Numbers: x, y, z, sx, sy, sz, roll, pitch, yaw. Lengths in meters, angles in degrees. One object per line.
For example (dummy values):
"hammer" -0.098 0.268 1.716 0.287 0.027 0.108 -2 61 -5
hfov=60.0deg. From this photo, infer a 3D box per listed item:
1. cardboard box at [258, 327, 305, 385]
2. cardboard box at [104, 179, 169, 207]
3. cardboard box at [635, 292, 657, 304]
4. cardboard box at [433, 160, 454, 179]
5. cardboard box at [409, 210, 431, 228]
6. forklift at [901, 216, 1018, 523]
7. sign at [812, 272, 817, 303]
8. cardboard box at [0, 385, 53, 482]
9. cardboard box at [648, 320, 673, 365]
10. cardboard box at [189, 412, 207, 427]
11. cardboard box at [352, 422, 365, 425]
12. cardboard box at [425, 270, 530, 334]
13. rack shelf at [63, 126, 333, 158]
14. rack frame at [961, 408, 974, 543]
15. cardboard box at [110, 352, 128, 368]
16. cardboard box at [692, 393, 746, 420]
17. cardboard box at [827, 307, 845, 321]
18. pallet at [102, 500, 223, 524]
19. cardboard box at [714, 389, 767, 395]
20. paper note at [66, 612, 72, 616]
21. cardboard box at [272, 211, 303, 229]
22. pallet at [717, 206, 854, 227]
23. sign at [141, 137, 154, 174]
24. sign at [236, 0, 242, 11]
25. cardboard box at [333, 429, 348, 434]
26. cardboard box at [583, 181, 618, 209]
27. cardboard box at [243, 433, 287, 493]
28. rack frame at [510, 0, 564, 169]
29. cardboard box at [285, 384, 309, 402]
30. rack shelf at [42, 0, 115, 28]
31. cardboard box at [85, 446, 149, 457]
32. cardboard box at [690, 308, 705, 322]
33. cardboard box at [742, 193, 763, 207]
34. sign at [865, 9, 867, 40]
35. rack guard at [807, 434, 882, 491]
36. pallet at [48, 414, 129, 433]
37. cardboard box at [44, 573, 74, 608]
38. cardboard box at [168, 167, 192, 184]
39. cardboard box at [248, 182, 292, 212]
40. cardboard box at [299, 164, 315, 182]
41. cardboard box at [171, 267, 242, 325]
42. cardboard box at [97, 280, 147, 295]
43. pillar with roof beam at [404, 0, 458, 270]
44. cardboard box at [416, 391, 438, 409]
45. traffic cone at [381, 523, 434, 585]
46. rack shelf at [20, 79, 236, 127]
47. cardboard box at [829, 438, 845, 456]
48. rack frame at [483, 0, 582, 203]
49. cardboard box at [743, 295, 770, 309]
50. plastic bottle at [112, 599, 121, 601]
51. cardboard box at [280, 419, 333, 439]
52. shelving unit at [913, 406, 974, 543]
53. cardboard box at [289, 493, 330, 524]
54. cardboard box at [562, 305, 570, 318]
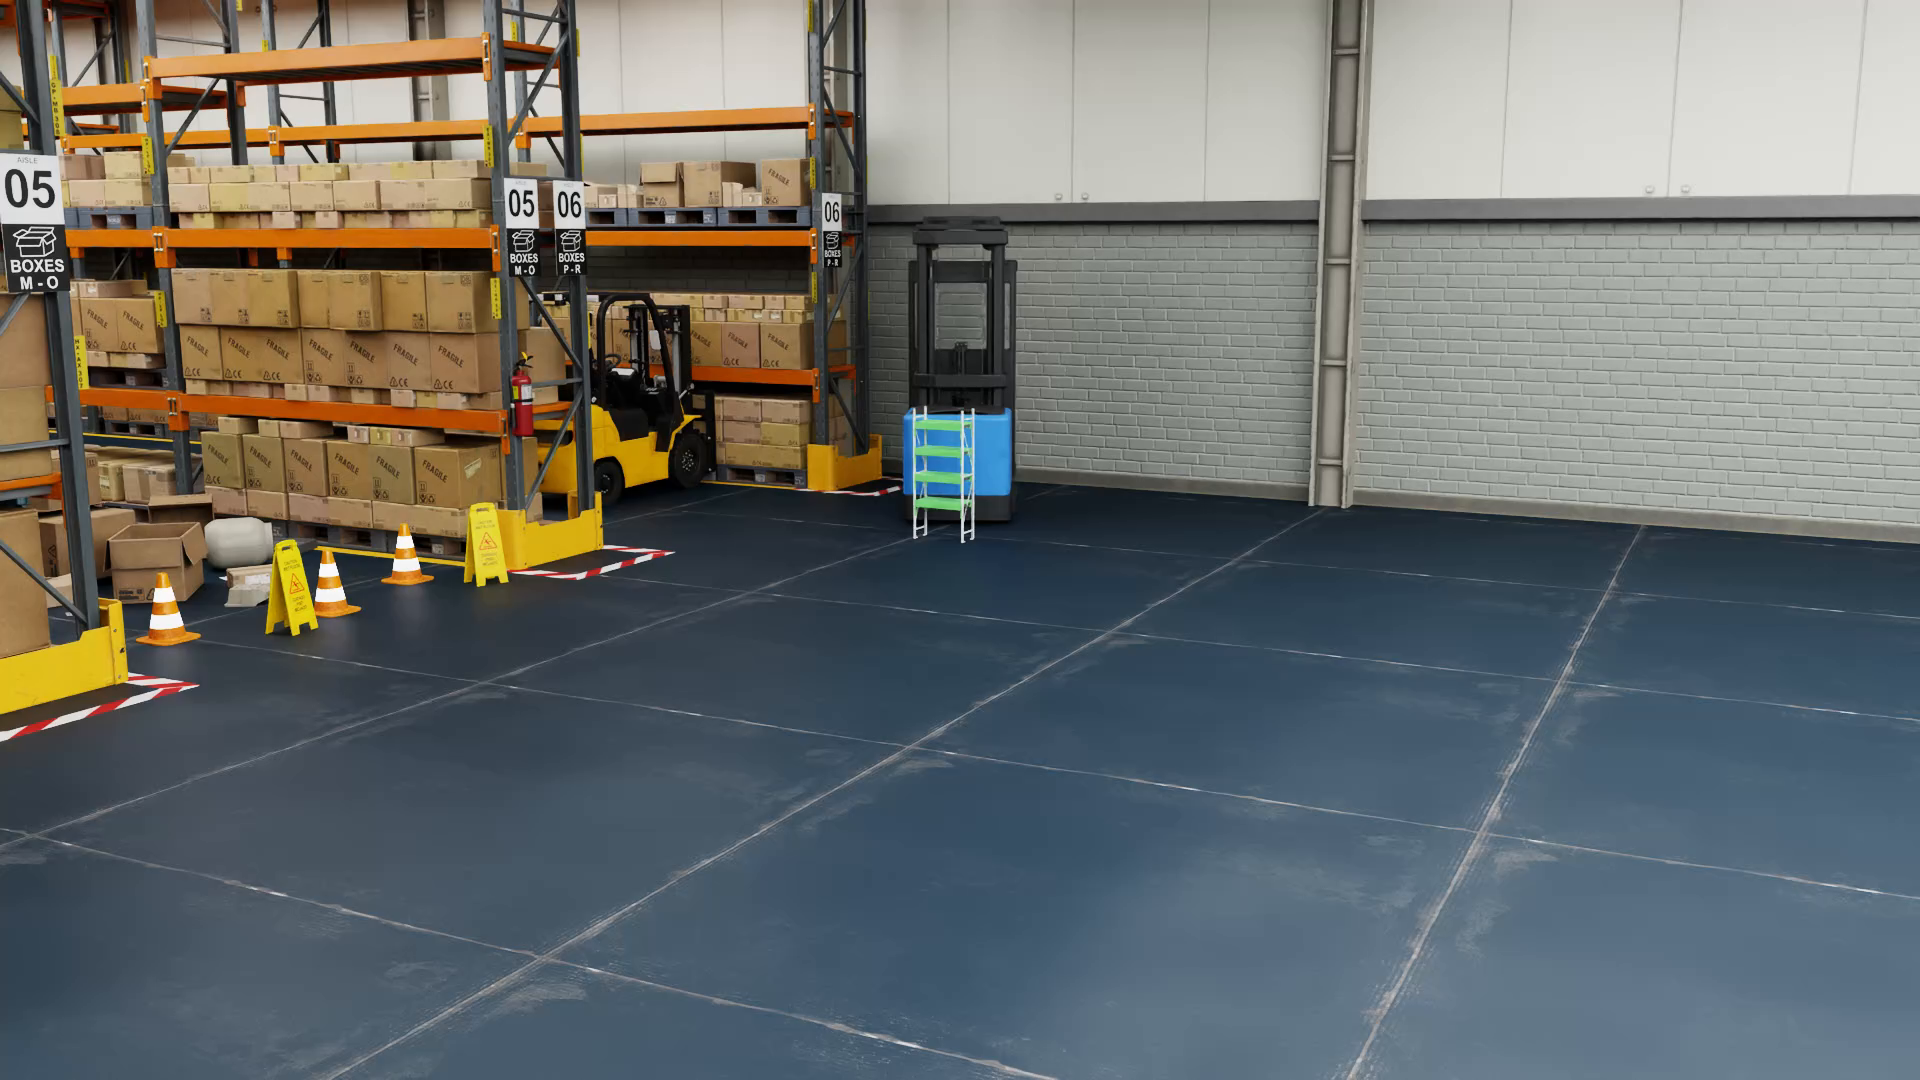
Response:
"cardboard box" -5.915 -1.676 14.953 0.500 0.500 0.500 5 11 25
"cardboard box" -7.679 -3.269 15.689 0.500 0.250 0.500 5 11 25
"cardboard box" -3.553 -2.784 19.251 0.250 0.149 0.380 5 11 26
"cardboard box" -4.152 -3.073 13.830 0.250 0.149 0.380 5 12 27
"cardboard box" -4.408 -2.699 14.002 0.250 0.149 0.380 5 12 28
"forklift" 0.035 -1.828 17.098 1.130 2.935 3.031 0 10 3
"sign" -1.563 -2.716 17.897 0.005 0.325 0.100 5 11 26
"cardboard box" -5.956 -0.619 9.809 0.550 0.550 0.875 5 11 26
"cardboard box" -3.245 -2.282 19.134 0.500 0.500 0.500 5 11 26
"cardboard box" -10.348 -1.841 22.820 0.500 0.500 0.500 5 11 24
"cardboard box" -7.342 -1.682 21.590 0.625 0.625 0.875 5 12 28
"cardboard box" -4.058 -2.015 14.018 0.500 0.500 0.700 5 11 24
"rack shelf" -10.279 -5.304 22.414 4.000 0.370 1.077 5 11 26
"rack frame" 0.070 -0.584 15.089 0.015 1.200 0.240 5 11 26
"cardboard box" -7.903 -1.740 15.950 0.250 0.149 0.380 5 11 24
"cardboard box" -2.779 -1.525 18.966 0.500 0.250 0.500 5 11 27
"cardboard box" -1.500 -2.552 18.804 0.250 0.149 0.380 5 11 24
"pallet" -7.790 -0.326 16.440 1.213 0.211 1.003 5 11 26
"cardboard box" -2.551 -1.609 19.431 0.500 0.250 0.500 5 11 25
"paper note" -6.538 0.544 12.198 0.032 0.001 0.123 -7 12 -33
"cardboard box" -5.802 -2.810 14.619 0.250 0.149 0.380 5 11 25
"pallet" -1.933 -3.608 18.566 1.213 0.211 1.003 5 11 26
"sign" -7.333 -3.473 15.015 0.005 0.325 0.100 5 11 26
"sign" -6.834 -5.173 15.700 0.005 0.325 0.100 5 11 26
"cardboard box" -5.527 -0.776 15.533 0.500 0.500 0.500 6 12 29
"cardboard box" -4.260 -4.014 19.353 0.500 0.311 0.500 5 12 27
"cardboard box" -6.196 -0.730 15.277 0.500 0.500 0.500 6 12 28
"rack frame" -4.898 -5.382 19.702 0.127 3.000 1.000 5 11 26
"cardboard box" -5.807 -1.335 14.891 0.250 0.149 0.380 5 11 26
"rack shelf" -13.866 -7.452 23.824 4.000 0.370 1.077 5 11 26
"cardboard box" -8.833 -0.702 16.888 0.625 0.372 0.950 5 12 28
"cardboard box" -2.907 -2.563 18.868 0.250 0.149 0.380 5 11 26
"cardboard box" -2.188 -3.740 18.296 0.250 0.149 0.380 5 11 24
"sign" -1.060 -5.693 18.350 0.005 0.325 0.100 5 11 26
"rack guard" -1.289 -0.883 18.707 0.348 0.500 1.175 5 11 26
"pallet" -12.688 -1.743 24.267 1.213 0.211 1.003 5 11 26
"cardboard box" -6.834 0.348 12.562 0.258 0.266 0.396 7 13 36
"cardboard box" -6.953 -3.305 15.113 0.250 0.149 0.380 5 11 25
"cardboard box" -5.907 -3.027 14.695 0.500 0.250 0.500 5 11 26
"cardboard box" -5.522 -3.196 14.509 0.250 0.149 0.380 5 12 27
"cardboard box" -6.792 -2.256 15.347 0.500 0.500 0.700 5 11 25
"cardboard box" -8.376 -2.521 16.623 0.250 0.149 0.380 6 12 29
"pillar with roof beam" -8.822 -5.051 17.872 0.400 9.000 9.100 5 11 26
"cardboard box" -4.430 -1.220 14.252 0.250 0.149 0.380 5 11 25
"traffic cone" -4.460 0.098 13.387 0.334 0.463 0.336 5 11 26
"rack shelf" -8.884 -4.196 16.290 4.000 0.370 1.077 5 11 26
"cardboard box" -1.665 -1.039 19.088 0.500 0.250 0.500 5 11 26
"rack frame" -3.504 -4.274 13.578 0.127 3.000 1.000 5 11 26
"cardboard box" -2.207 -2.655 18.541 0.250 0.149 0.380 5 12 27
"plastic bottle" -6.424 0.481 12.403 0.283 0.061 0.133 1 10 6
"cardboard box" -5.891 -1.009 14.998 0.250 0.149 0.380 6 12 29
"shelving unit" -0.148 -0.603 15.195 0.503 1.200 0.258 5 11 26
"cardboard box" -5.721 -0.320 15.115 0.500 0.250 0.500 5 11 25
"cardboard box" -4.495 -2.711 19.687 0.250 0.149 0.380 5 12 27
